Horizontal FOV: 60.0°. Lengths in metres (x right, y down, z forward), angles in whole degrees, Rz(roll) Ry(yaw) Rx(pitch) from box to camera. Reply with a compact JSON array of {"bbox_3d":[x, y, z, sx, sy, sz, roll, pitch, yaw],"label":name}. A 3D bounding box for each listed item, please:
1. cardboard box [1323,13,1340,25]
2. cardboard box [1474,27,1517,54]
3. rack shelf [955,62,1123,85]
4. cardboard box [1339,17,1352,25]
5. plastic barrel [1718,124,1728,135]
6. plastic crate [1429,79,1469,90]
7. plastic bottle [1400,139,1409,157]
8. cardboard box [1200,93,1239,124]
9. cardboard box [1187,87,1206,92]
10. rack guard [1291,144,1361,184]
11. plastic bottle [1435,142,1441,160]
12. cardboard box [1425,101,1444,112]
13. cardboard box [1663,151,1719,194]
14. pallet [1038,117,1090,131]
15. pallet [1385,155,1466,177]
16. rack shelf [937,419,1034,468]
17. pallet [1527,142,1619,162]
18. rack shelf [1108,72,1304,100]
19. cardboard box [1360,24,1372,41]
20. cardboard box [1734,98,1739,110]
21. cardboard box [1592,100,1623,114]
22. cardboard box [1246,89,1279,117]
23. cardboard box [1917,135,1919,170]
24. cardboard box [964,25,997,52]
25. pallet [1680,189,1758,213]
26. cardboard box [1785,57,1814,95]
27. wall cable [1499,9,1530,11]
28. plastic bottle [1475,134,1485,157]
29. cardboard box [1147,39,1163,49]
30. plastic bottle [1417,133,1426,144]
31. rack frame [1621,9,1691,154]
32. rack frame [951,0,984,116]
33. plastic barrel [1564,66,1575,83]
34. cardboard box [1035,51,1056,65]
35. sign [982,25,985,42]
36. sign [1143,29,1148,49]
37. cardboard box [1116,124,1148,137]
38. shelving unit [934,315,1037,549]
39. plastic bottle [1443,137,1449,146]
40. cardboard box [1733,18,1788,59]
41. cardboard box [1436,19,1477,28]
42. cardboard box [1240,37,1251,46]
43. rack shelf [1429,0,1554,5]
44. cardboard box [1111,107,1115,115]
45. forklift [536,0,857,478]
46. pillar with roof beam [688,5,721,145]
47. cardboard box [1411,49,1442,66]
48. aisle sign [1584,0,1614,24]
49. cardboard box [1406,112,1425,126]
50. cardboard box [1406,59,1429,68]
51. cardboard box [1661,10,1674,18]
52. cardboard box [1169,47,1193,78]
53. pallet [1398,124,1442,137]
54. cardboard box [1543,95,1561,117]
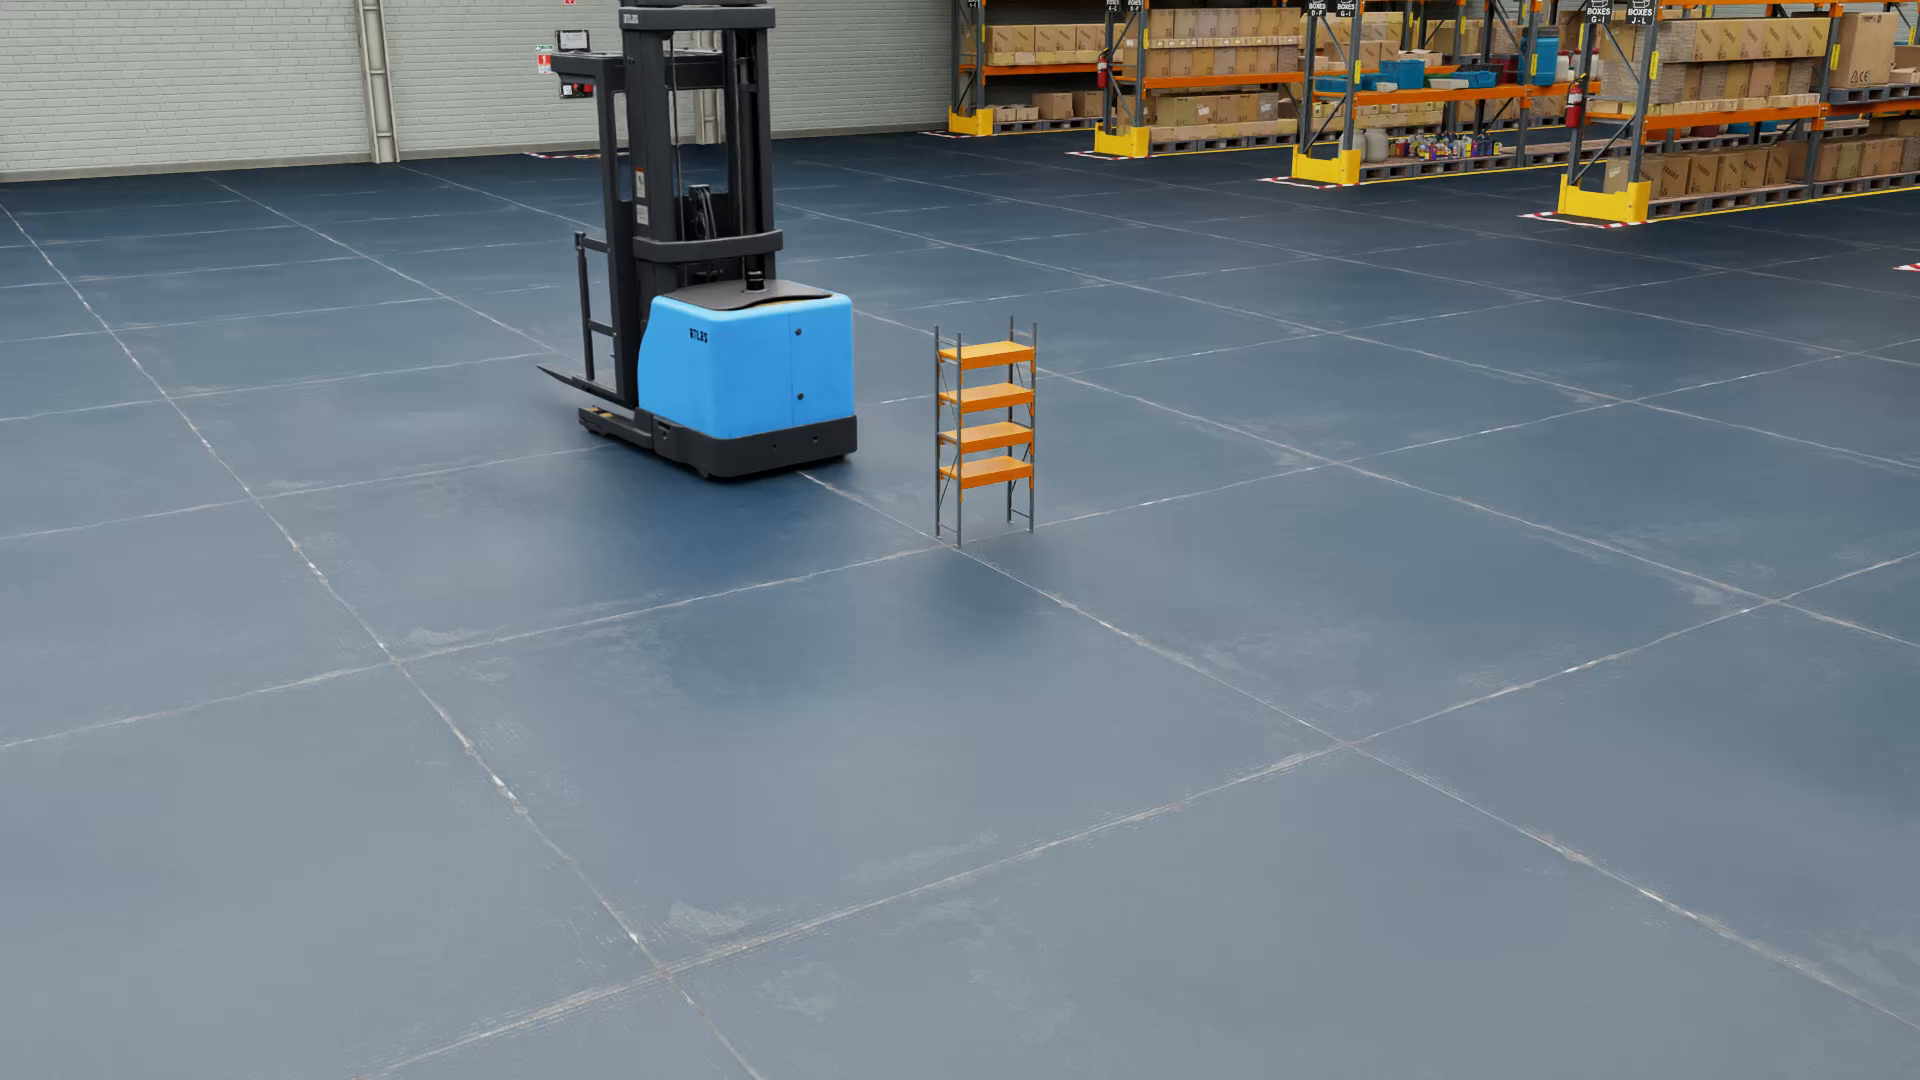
[{"bbox_3d":[8.217,-11.768,37.549,0.500,0.250,0.500,-12,22,-31],"label":"cardboard box"},{"bbox_3d":[10.892,-10.193,33.901,0.500,0.500,0.700,-8,20,-21],"label":"cardboard box"},{"bbox_3d":[1.821,-9.623,34.148,4.000,0.370,1.077,-12,22,-31],"label":"rack shelf"},{"bbox_3d":[8.640,-11.860,37.819,0.500,0.250,0.500,-12,22,-33],"label":"cardboard box"},{"bbox_3d":[14.046,-7.804,30.873,0.421,0.512,0.421,0,19,0],"label":"plastic barrel"},{"bbox_3d":[7.723,-7.187,26.232,0.437,0.136,0.530,-12,22,-31],"label":"plastic crate"},{"bbox_3d":[7.177,-6.332,26.846,0.133,0.283,0.061,-12,22,-31],"label":"plastic bottle"},{"bbox_3d":[4.703,-7.837,30.209,0.500,0.500,0.500,-12,22,-31],"label":"cardboard box"},{"bbox_3d":[4.949,-9.658,36.344,0.500,0.500,0.700,-12,22,-31],"label":"cardboard box"},{"bbox_3d":[5.637,-5.803,25.629,0.348,0.500,1.175,-12,22,-31],"label":"rack guard"},{"bbox_3d":[7.571,-6.174,26.395,0.097,0.271,0.097,0,19,0],"label":"plastic bottle"},{"bbox_3d":[9.258,-8.700,33.057,0.500,0.311,0.500,-11,22,-30],"label":"cardboard box"},{"bbox_3d":[9.868,-4.976,22.529,0.500,0.500,0.500,-10,21,-26],"label":"cardboard box"},{"bbox_3d":[1.930,-8.651,34.504,1.213,0.211,1.003,-12,22,-31],"label":"pallet"},{"bbox_3d":[7.336,-6.022,26.727,1.213,0.211,1.003,-12,22,-31],"label":"pallet"},{"bbox_3d":[0.138,-0.534,9.160,0.480,0.148,0.258,-12,22,-31],"label":"rack shelf"},{"bbox_3d":[10.595,-6.710,28.762,1.213,0.211,1.003,-12,22,-31],"label":"pallet"},{"bbox_3d":[4.549,-8.298,30.231,4.000,0.370,1.077,-12,22,-31],"label":"rack shelf"},{"bbox_3d":[9.081,-11.595,38.207,0.500,0.500,0.500,-12,22,-31],"label":"cardboard box"},{"bbox_3d":[10.134,-5.822,22.174,0.250,0.149,0.380,-12,22,-31],"label":"cardboard box"},{"bbox_3d":[8.448,-5.623,21.586,0.250,0.149,0.380,-12,22,-31],"label":"cardboard box"},{"bbox_3d":[5.659,-8.245,31.416,0.500,0.500,0.500,-12,22,-31],"label":"cardboard box"},{"bbox_3d":[14.456,-5.947,25.367,0.500,0.500,0.700,-13,23,-34],"label":"cardboard box"},{"bbox_3d":[0.427,-10.045,33.305,0.500,0.500,0.500,-12,22,-32],"label":"cardboard box"},{"bbox_3d":[10.103,-4.676,22.747,1.213,0.211,1.003,-12,22,-31],"label":"pallet"},{"bbox_3d":[11.254,-6.467,23.068,0.500,0.500,0.875,-12,22,-31],"label":"cardboard box"},{"bbox_3d":[14.063,-13.389,42.580,1.851,1.984,0.084,-12,22,-31],"label":"wall cable"},{"bbox_3d":[8.400,-6.395,26.927,0.185,0.351,0.144,-13,23,-34],"label":"plastic bottle"},{"bbox_3d":[3.324,-8.653,28.987,0.250,0.149,0.380,-12,22,-32],"label":"cardboard box"},{"bbox_3d":[7.525,-6.480,27.178,0.185,0.351,0.144,-12,22,-32],"label":"plastic bottle"},{"bbox_3d":[12.281,-8.370,29.320,0.127,3.000,1.000,-12,22,-31],"label":"rack frame"},{"bbox_3d":[0.151,-9.611,32.991,0.127,3.000,1.000,-12,22,-31],"label":"rack frame"},{"bbox_3d":[10.130,-7.792,27.827,0.301,0.262,0.301,0,19,0],"label":"plastic barrel"},{"bbox_3d":[1.587,-9.734,33.557,0.500,0.250,0.500,-12,22,-32],"label":"cardboard box"},{"bbox_3d":[0.449,-9.876,32.423,0.005,0.325,0.100,-12,22,-31],"label":"sign"},{"bbox_3d":[3.178,-8.585,28.480,0.005,0.325,0.100,-12,22,-31],"label":"sign"},{"bbox_3d":[3.164,-7.357,29.960,0.500,0.250,0.500,-12,22,-31],"label":"cardboard box"},{"bbox_3d":[0.138,-0.598,9.139,0.503,1.200,0.258,-12,22,-31],"label":"shelving unit"},{"bbox_3d":[7.983,-6.493,27.340,0.097,0.271,0.097,0,19,0],"label":"plastic bottle"},{"bbox_3d":[10.605,-6.674,22.120,0.500,0.500,0.500,-12,22,-31],"label":"cardboard box"},{"bbox_3d":[11.850,-12.216,40.227,0.700,0.700,0.980,-13,23,-34],"label":"cardboard box"},{"bbox_3d":[5.048,-9.018,30.066,0.250,0.149,0.380,-11,22,-30],"label":"cardboard box"},{"bbox_3d":[11.230,-11.128,33.918,4.000,0.370,1.077,-12,22,-31],"label":"rack shelf"},{"bbox_3d":[3.061,-9.080,35.156,0.250,0.166,0.380,-16,24,-38],"label":"cardboard box"},{"bbox_3d":[-1.970,-2.175,11.101,1.130,2.935,3.031,-14,23,-36],"label":"forklift"},{"bbox_3d":[-2.384,-10.600,26.547,0.400,9.000,9.100,-12,22,-31],"label":"pillar with roof beam"},{"bbox_3d":[9.232,-9.601,33.101,0.500,0.311,0.500,-10,21,-28],"label":"cardboard box"},{"bbox_3d":[8.107,-6.937,21.022,0.004,0.787,0.394,-12,22,-31],"label":"aisle sign"},{"bbox_3d":[8.826,-8.343,32.876,0.500,0.250,0.500,-12,22,-32],"label":"cardboard box"},{"bbox_3d":[8.960,-9.345,32.594,0.250,0.149,0.380,-12,22,-31],"label":"cardboard box"},{"bbox_3d":[15.169,-11.292,36.246,0.500,0.500,0.500,-11,22,-30],"label":"cardboard box"},{"bbox_3d":[3.711,-8.507,29.568,0.500,0.500,0.700,-11,22,-30],"label":"cardboard box"},{"bbox_3d":[8.851,-8.240,33.290,1.213,0.211,1.003,-12,22,-31],"label":"pallet"},{"bbox_3d":[12.228,-9.176,34.921,0.500,0.500,0.500,-12,22,-31],"label":"cardboard box"}]
